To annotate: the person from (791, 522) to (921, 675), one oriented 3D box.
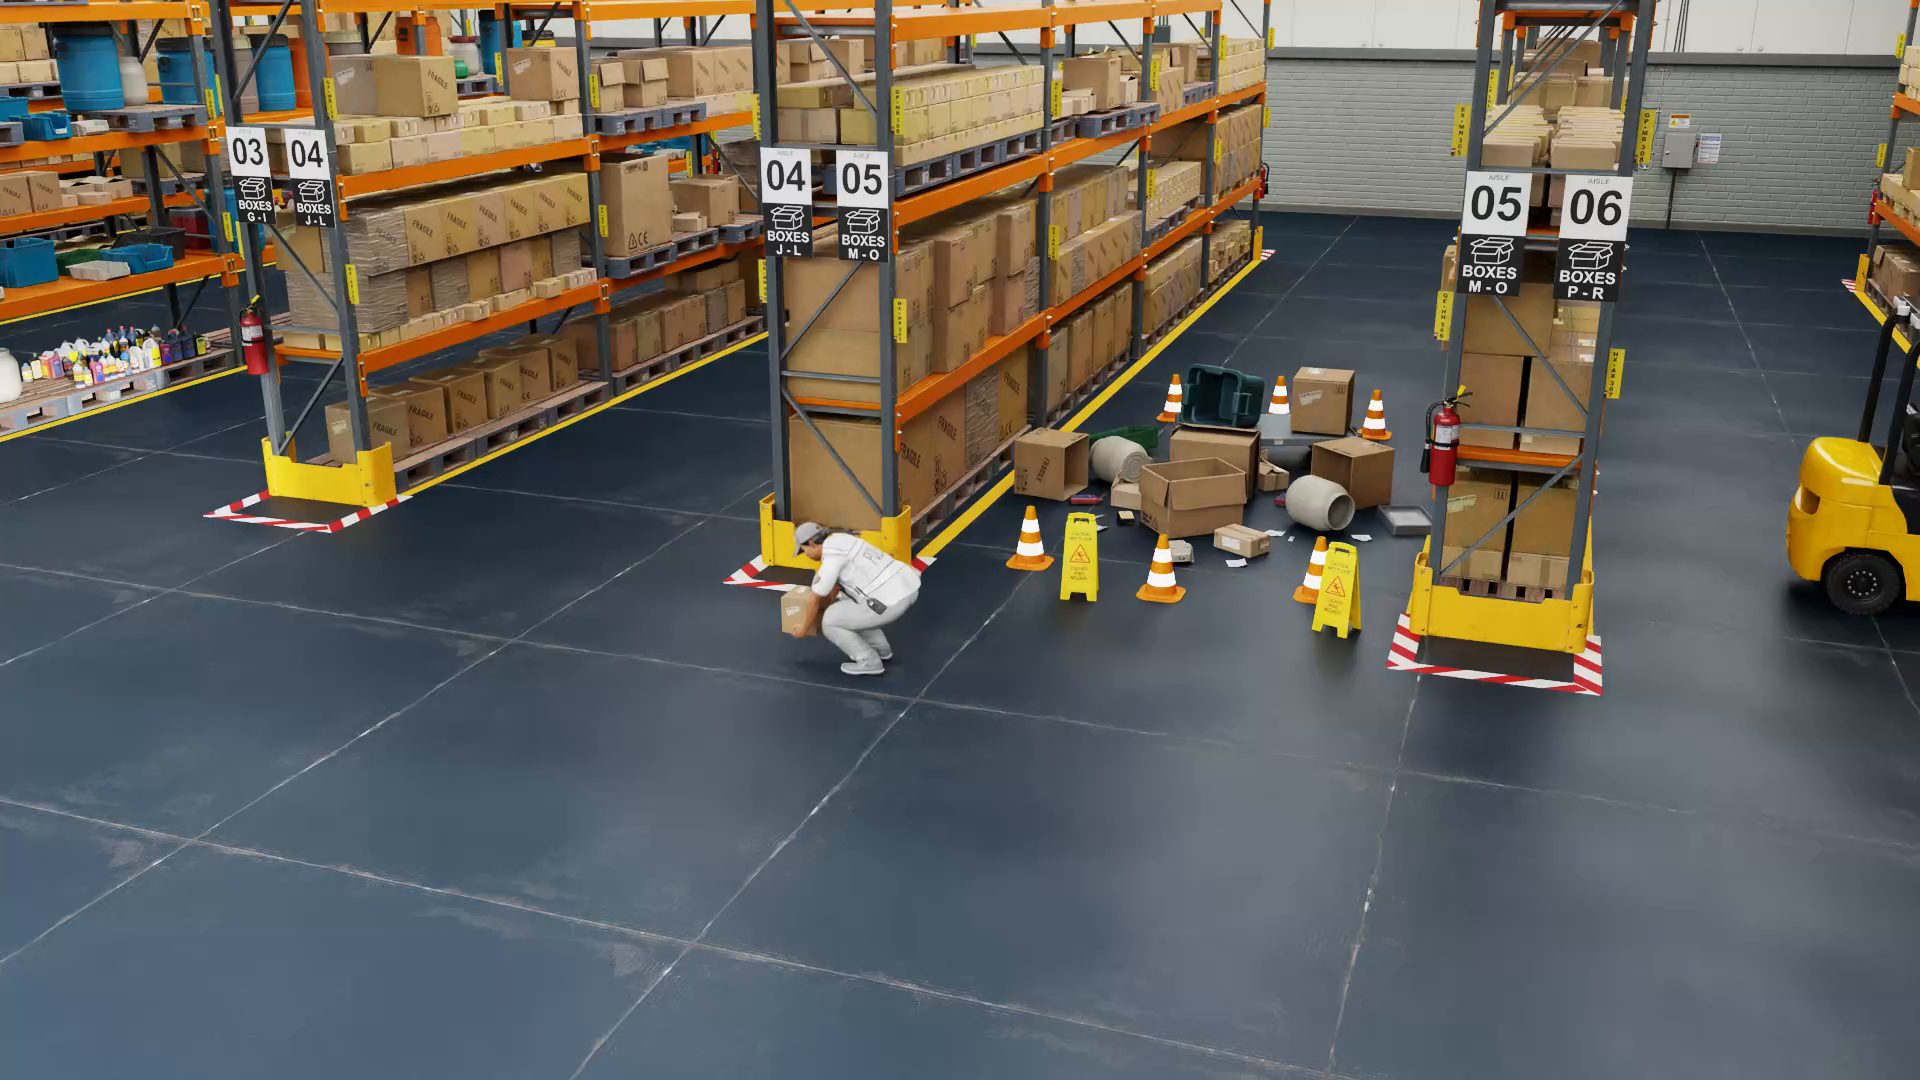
[{"bbox_3d":[-0.694,0.373,11.027,0.838,0.986,0.519,6,20,18],"label":"person"}]
